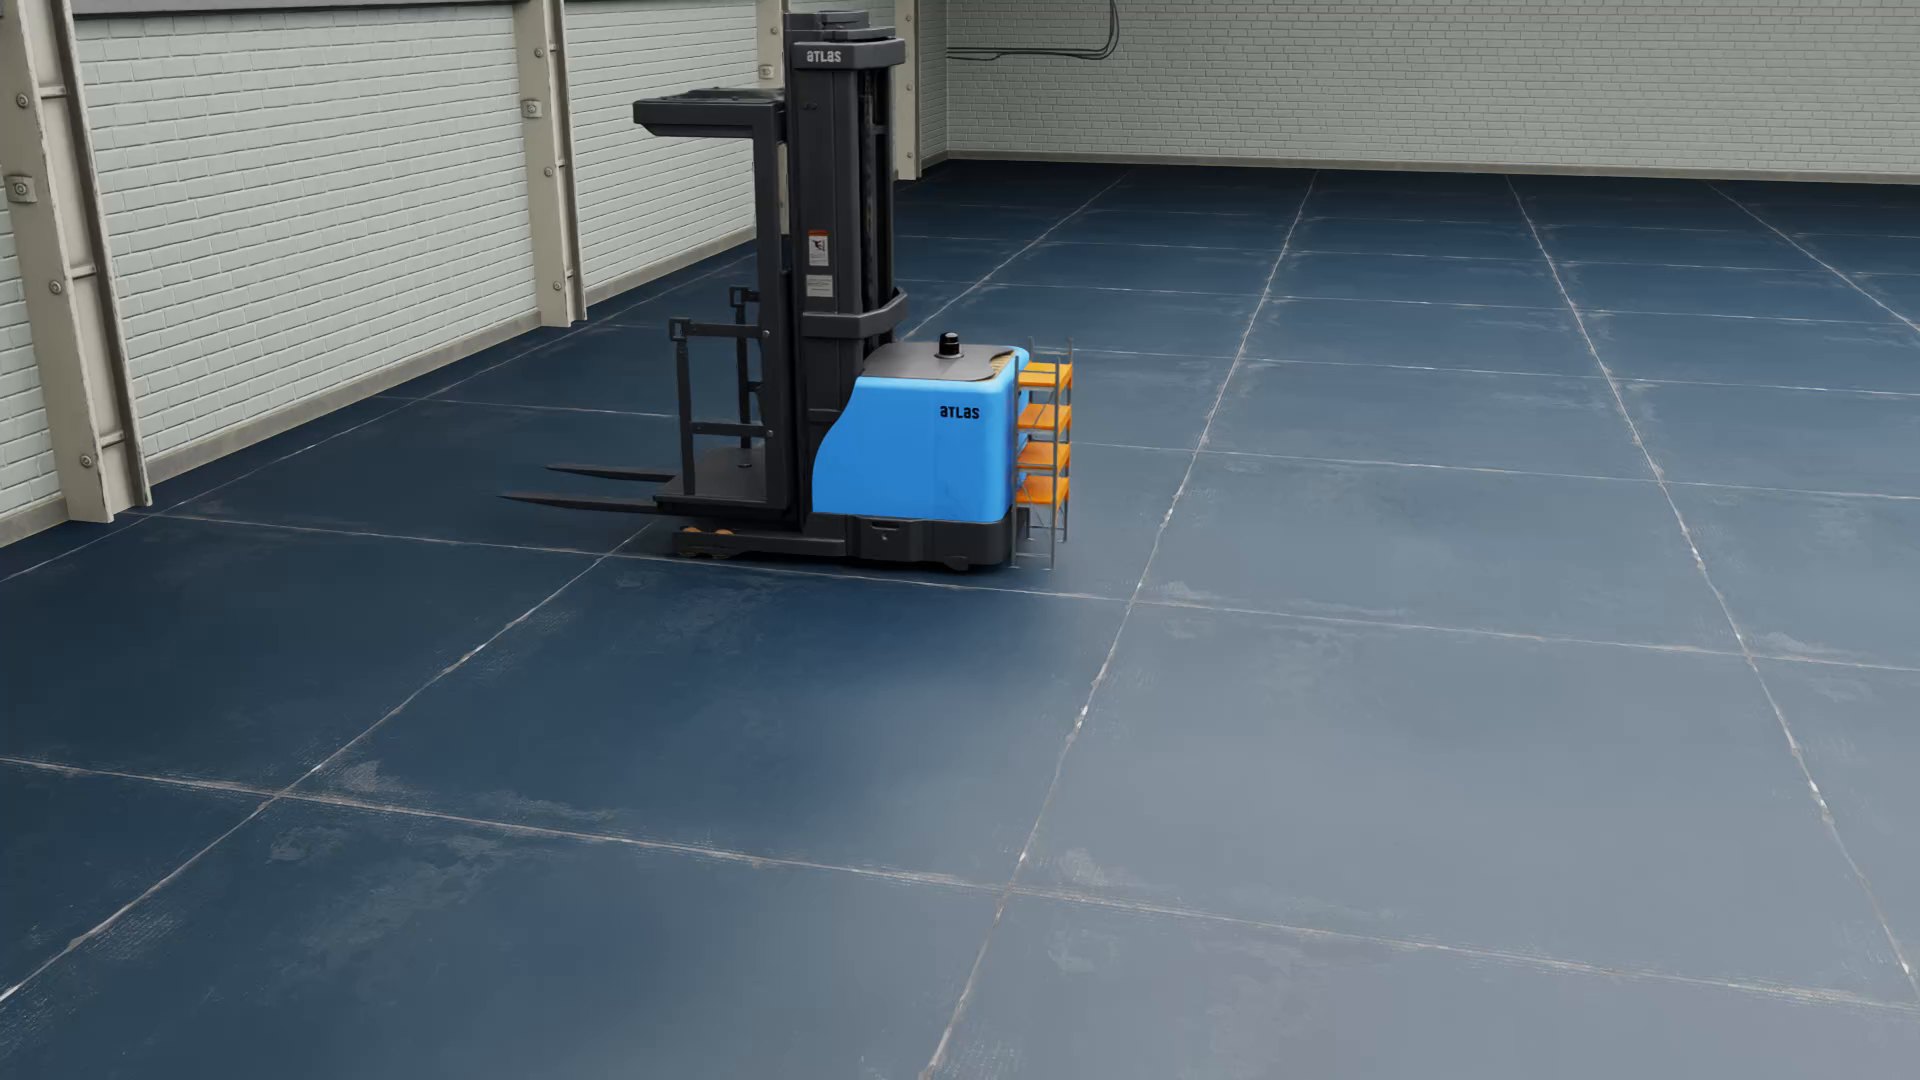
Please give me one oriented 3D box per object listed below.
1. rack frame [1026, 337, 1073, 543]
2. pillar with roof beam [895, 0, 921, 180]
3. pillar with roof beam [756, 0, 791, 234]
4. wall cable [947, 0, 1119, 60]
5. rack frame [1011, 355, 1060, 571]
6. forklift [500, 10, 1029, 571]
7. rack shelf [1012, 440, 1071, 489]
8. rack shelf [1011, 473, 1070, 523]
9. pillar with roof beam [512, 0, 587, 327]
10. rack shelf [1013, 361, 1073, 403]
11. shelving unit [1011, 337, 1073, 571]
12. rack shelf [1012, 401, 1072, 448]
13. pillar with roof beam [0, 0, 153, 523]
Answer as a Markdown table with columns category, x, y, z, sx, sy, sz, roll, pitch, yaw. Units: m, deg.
| category | x | y | z | sx | sy | sz | roll | pitch | yaw |
| --- | --- | --- | --- | --- | --- | --- | --- | --- | --- |
| rack frame | 0.506 | -0.559 | 9.466 | 0.240 | 1.200 | 0.015 | 4 | 19 | 11 |
| pillar with roof beam | 3.355 | -9.736 | 24.270 | 9.100 | 9.000 | 0.400 | 5 | 19 | 13 |
| pillar with roof beam | 1.889 | -7.856 | 18.764 | 9.100 | 9.000 | 0.400 | 5 | 19 | 13 |
| wall cable | 1.183 | -9.426 | 28.165 | 3.097 | 2.526 | 0.112 | 5 | 19 | 13 |
| rack frame | 0.407 | -0.405 | 9.014 | 0.240 | 1.200 | 0.015 | 4 | 19 | 11 |
| forklift | -1.154 | -1.440 | 9.368 | 3.031 | 2.935 | 1.130 | 4 | 19 | 11 |
| rack shelf | 0.456 | -0.418 | 9.262 | 0.258 | 0.148 | 0.480 | 4 | 19 | 11 |
| rack shelf | 0.455 | -0.230 | 9.326 | 0.258 | 0.148 | 0.480 | 4 | 19 | 11 |
| pillar with roof beam | 0.424 | -5.975 | 13.259 | 9.100 | 9.000 | 0.400 | 5 | 19 | 13 |
| rack shelf | 0.458 | -0.854 | 9.112 | 0.258 | 0.148 | 0.480 | 4 | 19 | 11 |
| shelving unit | 0.456 | -0.482 | 9.240 | 0.258 | 1.200 | 0.503 | 4 | 19 | 11 |
| rack shelf | 0.457 | -0.630 | 9.189 | 0.258 | 0.148 | 0.480 | 4 | 19 | 11 |
| pillar with roof beam | -1.042 | -4.094 | 7.753 | 9.100 | 9.000 | 0.400 | 5 | 19 | 13 |
